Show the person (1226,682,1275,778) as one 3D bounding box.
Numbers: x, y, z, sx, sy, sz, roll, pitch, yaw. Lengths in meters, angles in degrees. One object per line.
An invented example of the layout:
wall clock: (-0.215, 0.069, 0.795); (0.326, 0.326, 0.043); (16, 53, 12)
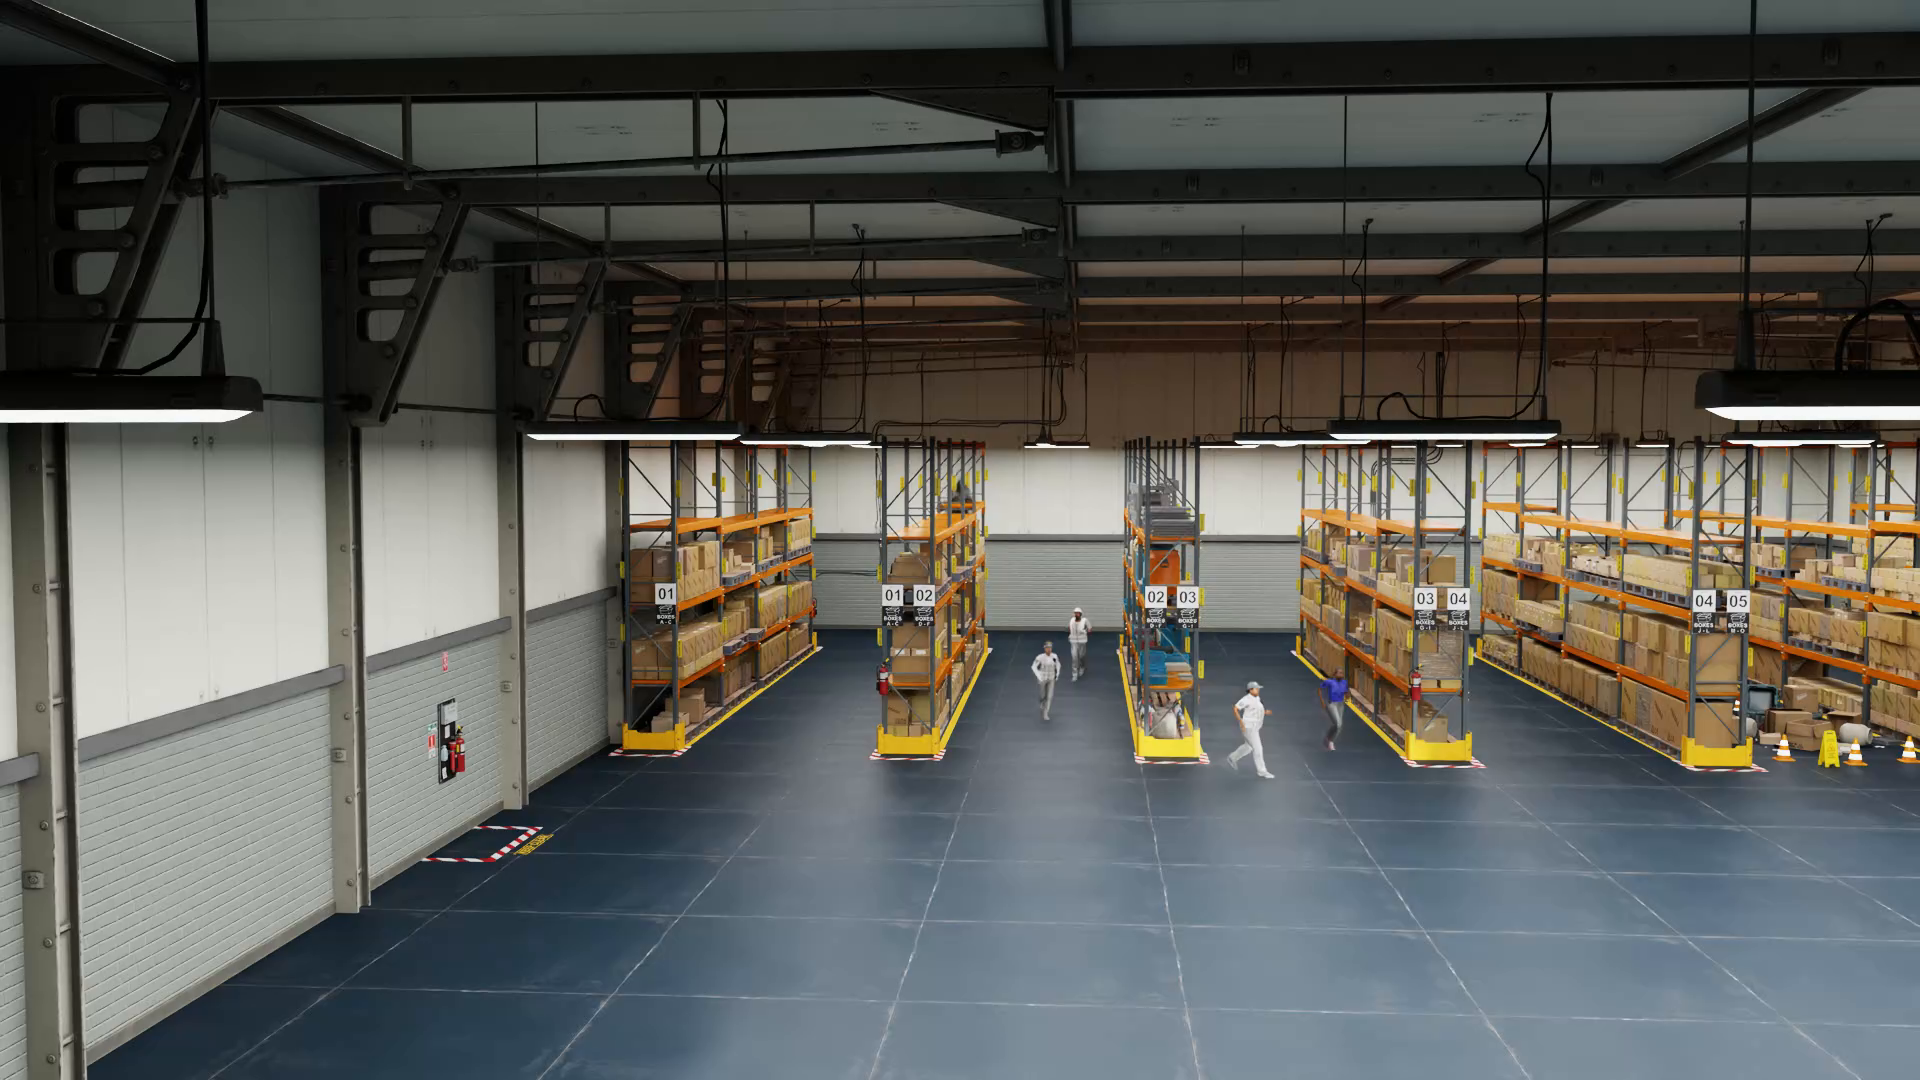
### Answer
person: (5.090, 3.305, 29.207); (0.936, 1.655, 0.605); (2, 4, 31)

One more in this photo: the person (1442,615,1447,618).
person: (13.808, 2.401, 47.453); (0.699, 1.622, 0.702); (-1, 3, -12)

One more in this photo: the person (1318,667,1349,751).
person: (7.149, 3.213, 31.678); (0.528, 1.616, 0.708); (-1, 3, -23)

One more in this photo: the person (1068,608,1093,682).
person: (3.004, 2.595, 41.698); (0.661, 1.805, 0.924); (1, 3, 14)

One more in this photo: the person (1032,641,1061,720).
person: (1.863, 2.997, 35.725); (0.644, 1.669, 0.729); (-1, 3, -11)
